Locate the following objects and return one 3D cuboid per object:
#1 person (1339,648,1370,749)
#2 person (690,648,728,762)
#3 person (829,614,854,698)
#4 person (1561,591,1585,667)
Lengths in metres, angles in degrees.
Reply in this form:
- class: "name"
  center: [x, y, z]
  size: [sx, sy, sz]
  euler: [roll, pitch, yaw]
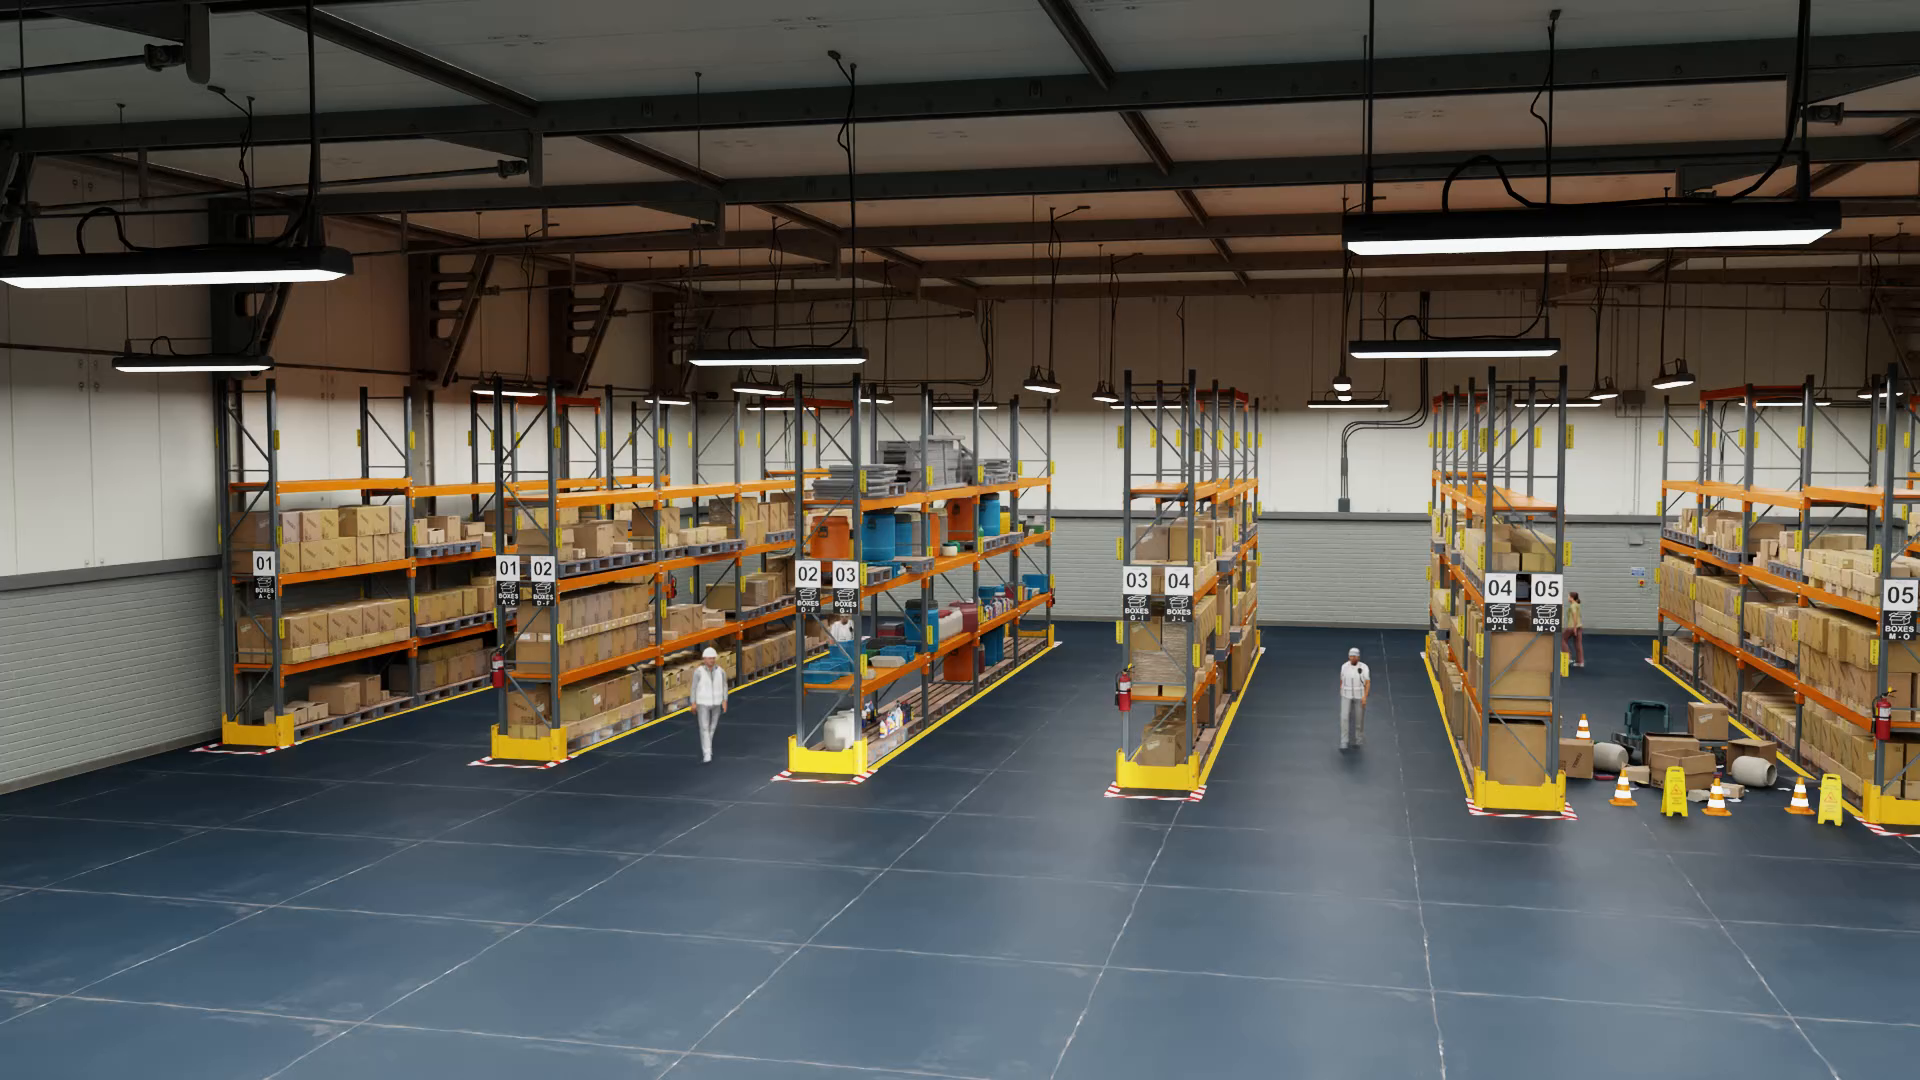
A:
- class: "person"
  center: [6.389, 2.558, 26.928]
  size: [0.491, 1.615, 0.947]
  euler: [1, 4, 19]
- class: "person"
  center: [-3.900, 2.553, 26.017]
  size: [0.585, 1.729, 0.947]
  euler: [-2, 4, -31]
- class: "person"
  center: [-2.164, 2.135, 31.324]
  size: [0.626, 1.742, 0.708]
  euler: [0, 3, 1]
- class: "person"
  center: [13.574, 1.968, 36.660]
  size: [0.446, 1.662, 0.569]
  euler: [-2, 4, -26]
